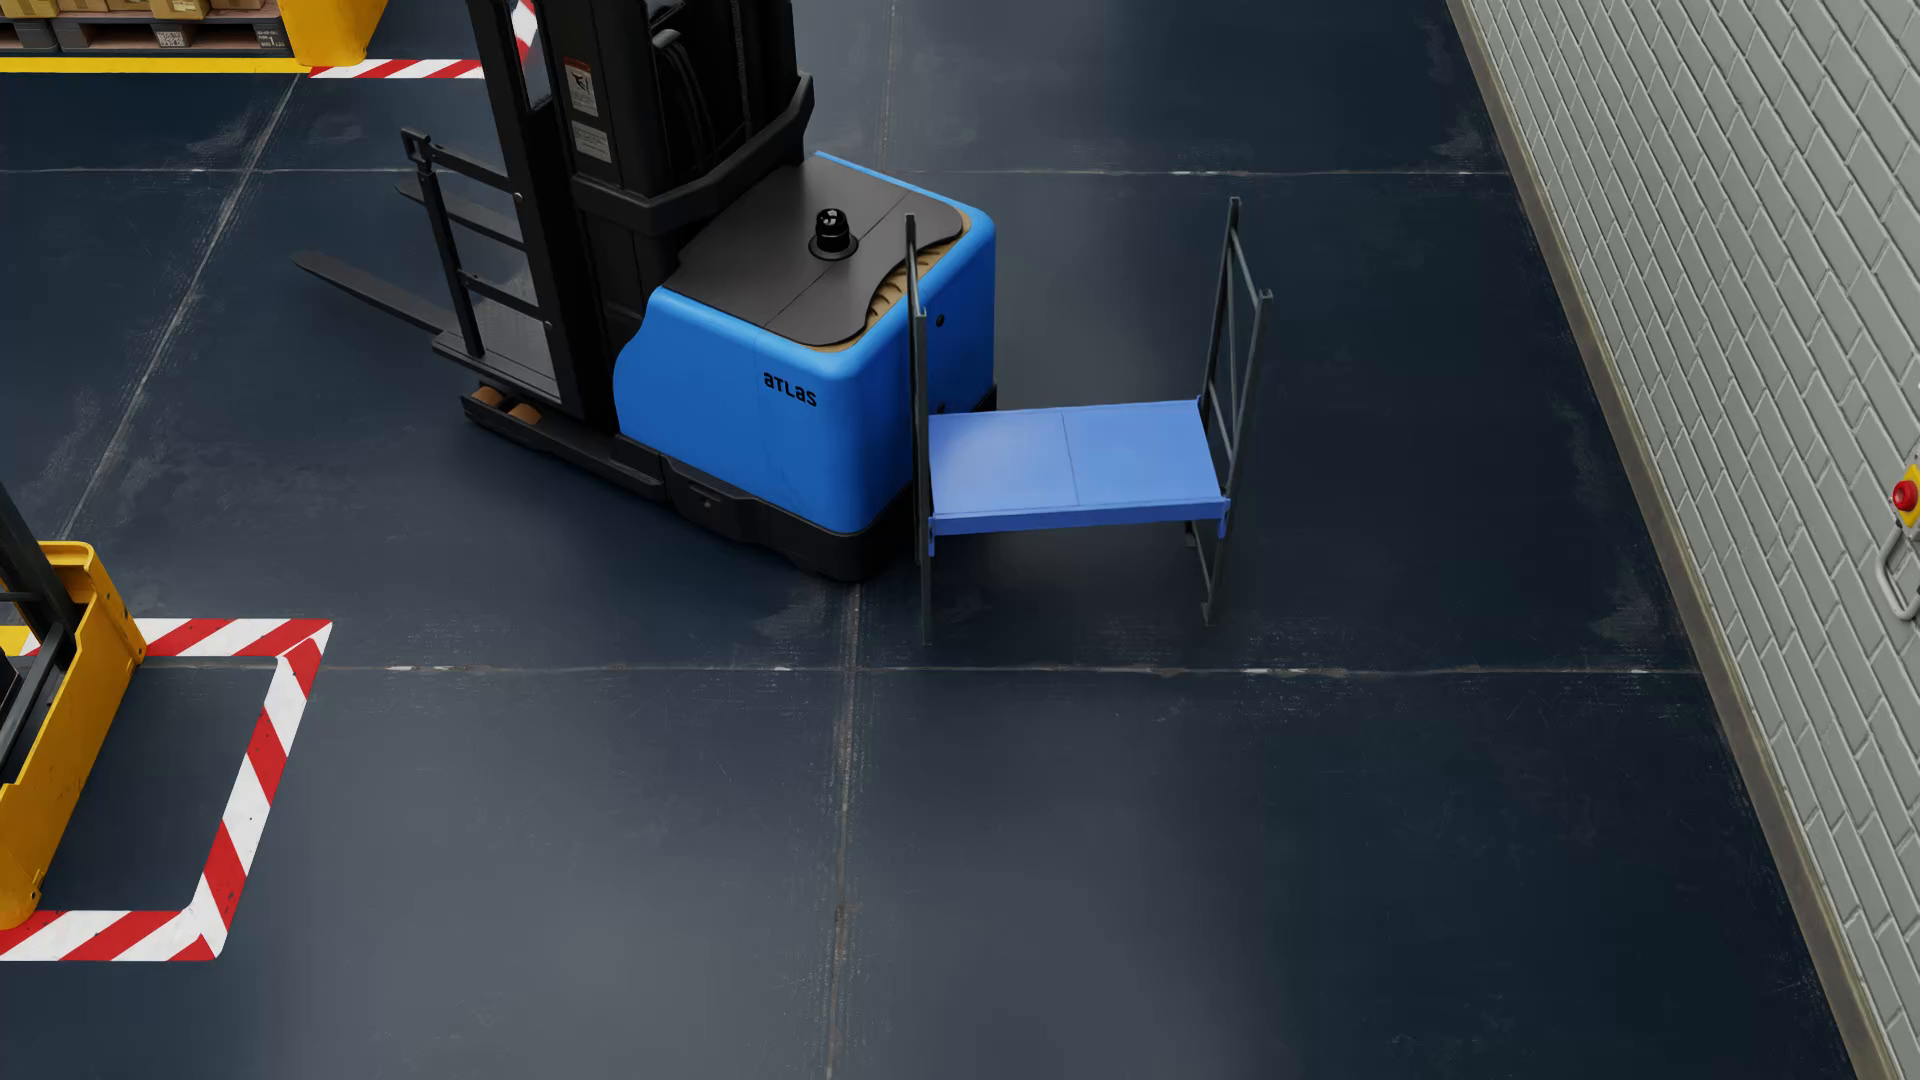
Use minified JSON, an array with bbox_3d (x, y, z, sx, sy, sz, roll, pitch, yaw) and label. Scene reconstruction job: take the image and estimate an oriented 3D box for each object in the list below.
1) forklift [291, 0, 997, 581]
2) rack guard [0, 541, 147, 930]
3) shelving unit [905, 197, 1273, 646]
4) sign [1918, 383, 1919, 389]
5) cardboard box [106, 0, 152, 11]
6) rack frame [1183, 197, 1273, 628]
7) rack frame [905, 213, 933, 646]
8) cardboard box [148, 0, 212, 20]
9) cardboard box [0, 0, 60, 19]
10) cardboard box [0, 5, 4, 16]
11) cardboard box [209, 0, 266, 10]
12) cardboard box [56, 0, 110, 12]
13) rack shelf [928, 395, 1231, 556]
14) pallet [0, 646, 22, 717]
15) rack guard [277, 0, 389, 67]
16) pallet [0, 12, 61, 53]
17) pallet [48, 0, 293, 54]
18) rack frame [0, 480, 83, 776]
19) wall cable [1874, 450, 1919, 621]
[{"bbox_3d":[-1.383,-1.677,5.809,3.031,2.935,1.130,24,52,21],"label":"forklift"},{"bbox_3d":[-3.051,0.604,5.346,0.348,0.500,1.175,0,47,0],"label":"rack guard"},{"bbox_3d":[0.373,-0.348,5.549,1.048,1.500,0.538,-4,47,-3],"label":"shelving unit"},{"bbox_3d":[2.625,-0.376,4.367,0.001,0.218,0.327,0,47,0],"label":"sign"},{"bbox_3d":[-4.207,-2.882,8.544,0.250,0.149,0.380,0,47,0],"label":"cardboard box"},{"bbox_3d":[0.879,-0.379,5.578,0.032,1.500,0.500,-4,47,-3],"label":"rack frame"},{"bbox_3d":[-0.134,-0.317,5.520,0.032,1.500,0.500,-4,47,-3],"label":"rack frame"},{"bbox_3d":[-3.943,-2.818,8.485,0.250,0.149,0.380,1,47,1],"label":"cardboard box"},{"bbox_3d":[-4.709,-2.828,8.494,0.250,0.149,0.380,-2,47,-2],"label":"cardboard box"},{"bbox_3d":[-4.982,-2.843,8.508,0.250,0.149,0.380,1,47,1],"label":"cardboard box"},{"bbox_3d":[-3.685,-2.892,8.553,0.250,0.149,0.380,1,47,1],"label":"cardboard box"},{"bbox_3d":[-4.454,-2.873,8.536,0.250,0.149,0.380,1,47,1],"label":"cardboard box"},{"bbox_3d":[0.373,-0.226,5.681,1.000,0.185,0.538,-4,47,-3],"label":"rack shelf"},{"bbox_3d":[-3.875,0.758,5.401,1.213,0.211,1.003,0,47,0],"label":"pallet"},{"bbox_3d":[-3.234,-3.020,8.719,0.348,0.500,1.175,0,47,0],"label":"rack guard"},{"bbox_3d":[-5.263,-2.955,8.856,1.213,0.211,1.003,0,47,0],"label":"pallet"},{"bbox_3d":[-4.046,-2.949,8.851,1.213,0.211,1.003,0,47,0],"label":"pallet"},{"bbox_3d":[-3.075,-0.248,4.431,0.127,3.000,1.000,0,47,0],"label":"rack frame"},{"bbox_3d":[2.563,-0.606,4.049,0.123,1.953,0.585,0,47,0],"label":"wall cable"}]
